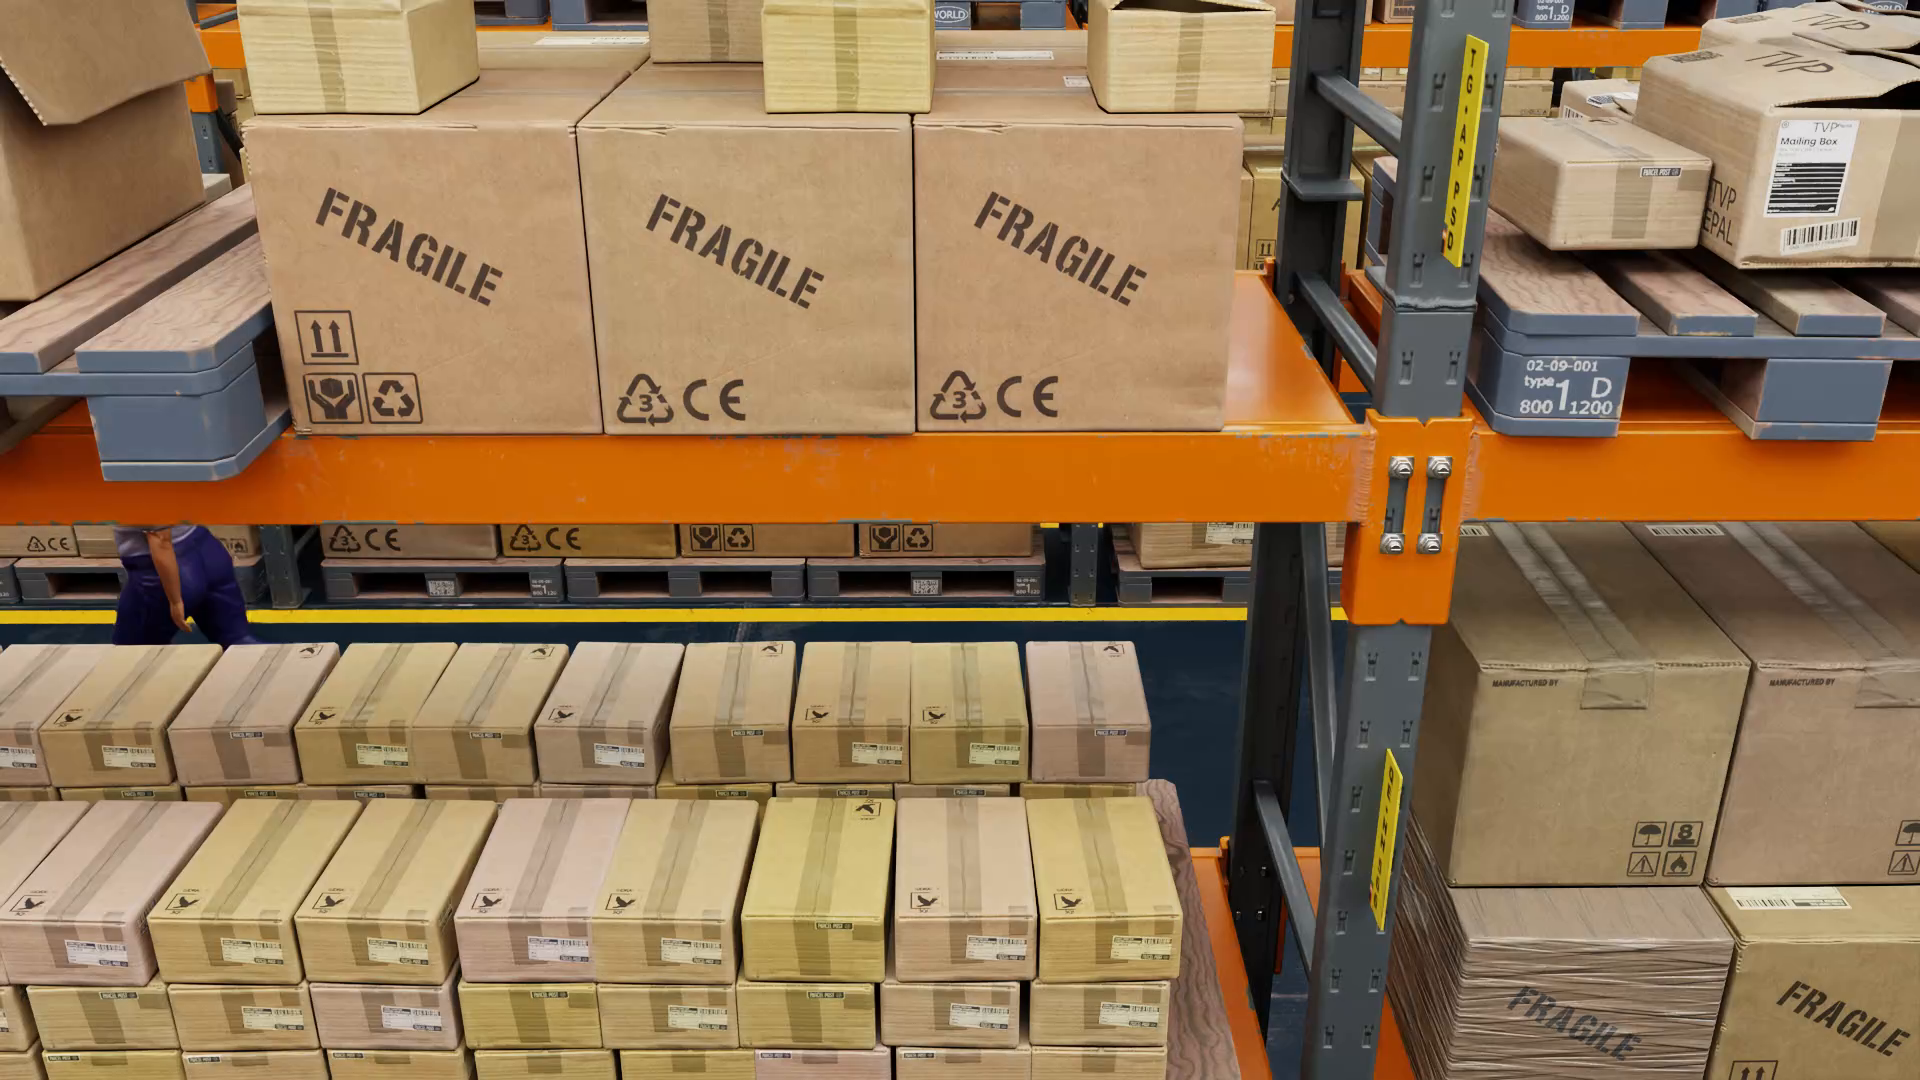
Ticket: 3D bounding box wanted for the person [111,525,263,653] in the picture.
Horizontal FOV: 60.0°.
[{"bbox_3d":[-3.271,0.123,6.841,1.030,1.566,0.496,4,25,9],"label":"person"}]
